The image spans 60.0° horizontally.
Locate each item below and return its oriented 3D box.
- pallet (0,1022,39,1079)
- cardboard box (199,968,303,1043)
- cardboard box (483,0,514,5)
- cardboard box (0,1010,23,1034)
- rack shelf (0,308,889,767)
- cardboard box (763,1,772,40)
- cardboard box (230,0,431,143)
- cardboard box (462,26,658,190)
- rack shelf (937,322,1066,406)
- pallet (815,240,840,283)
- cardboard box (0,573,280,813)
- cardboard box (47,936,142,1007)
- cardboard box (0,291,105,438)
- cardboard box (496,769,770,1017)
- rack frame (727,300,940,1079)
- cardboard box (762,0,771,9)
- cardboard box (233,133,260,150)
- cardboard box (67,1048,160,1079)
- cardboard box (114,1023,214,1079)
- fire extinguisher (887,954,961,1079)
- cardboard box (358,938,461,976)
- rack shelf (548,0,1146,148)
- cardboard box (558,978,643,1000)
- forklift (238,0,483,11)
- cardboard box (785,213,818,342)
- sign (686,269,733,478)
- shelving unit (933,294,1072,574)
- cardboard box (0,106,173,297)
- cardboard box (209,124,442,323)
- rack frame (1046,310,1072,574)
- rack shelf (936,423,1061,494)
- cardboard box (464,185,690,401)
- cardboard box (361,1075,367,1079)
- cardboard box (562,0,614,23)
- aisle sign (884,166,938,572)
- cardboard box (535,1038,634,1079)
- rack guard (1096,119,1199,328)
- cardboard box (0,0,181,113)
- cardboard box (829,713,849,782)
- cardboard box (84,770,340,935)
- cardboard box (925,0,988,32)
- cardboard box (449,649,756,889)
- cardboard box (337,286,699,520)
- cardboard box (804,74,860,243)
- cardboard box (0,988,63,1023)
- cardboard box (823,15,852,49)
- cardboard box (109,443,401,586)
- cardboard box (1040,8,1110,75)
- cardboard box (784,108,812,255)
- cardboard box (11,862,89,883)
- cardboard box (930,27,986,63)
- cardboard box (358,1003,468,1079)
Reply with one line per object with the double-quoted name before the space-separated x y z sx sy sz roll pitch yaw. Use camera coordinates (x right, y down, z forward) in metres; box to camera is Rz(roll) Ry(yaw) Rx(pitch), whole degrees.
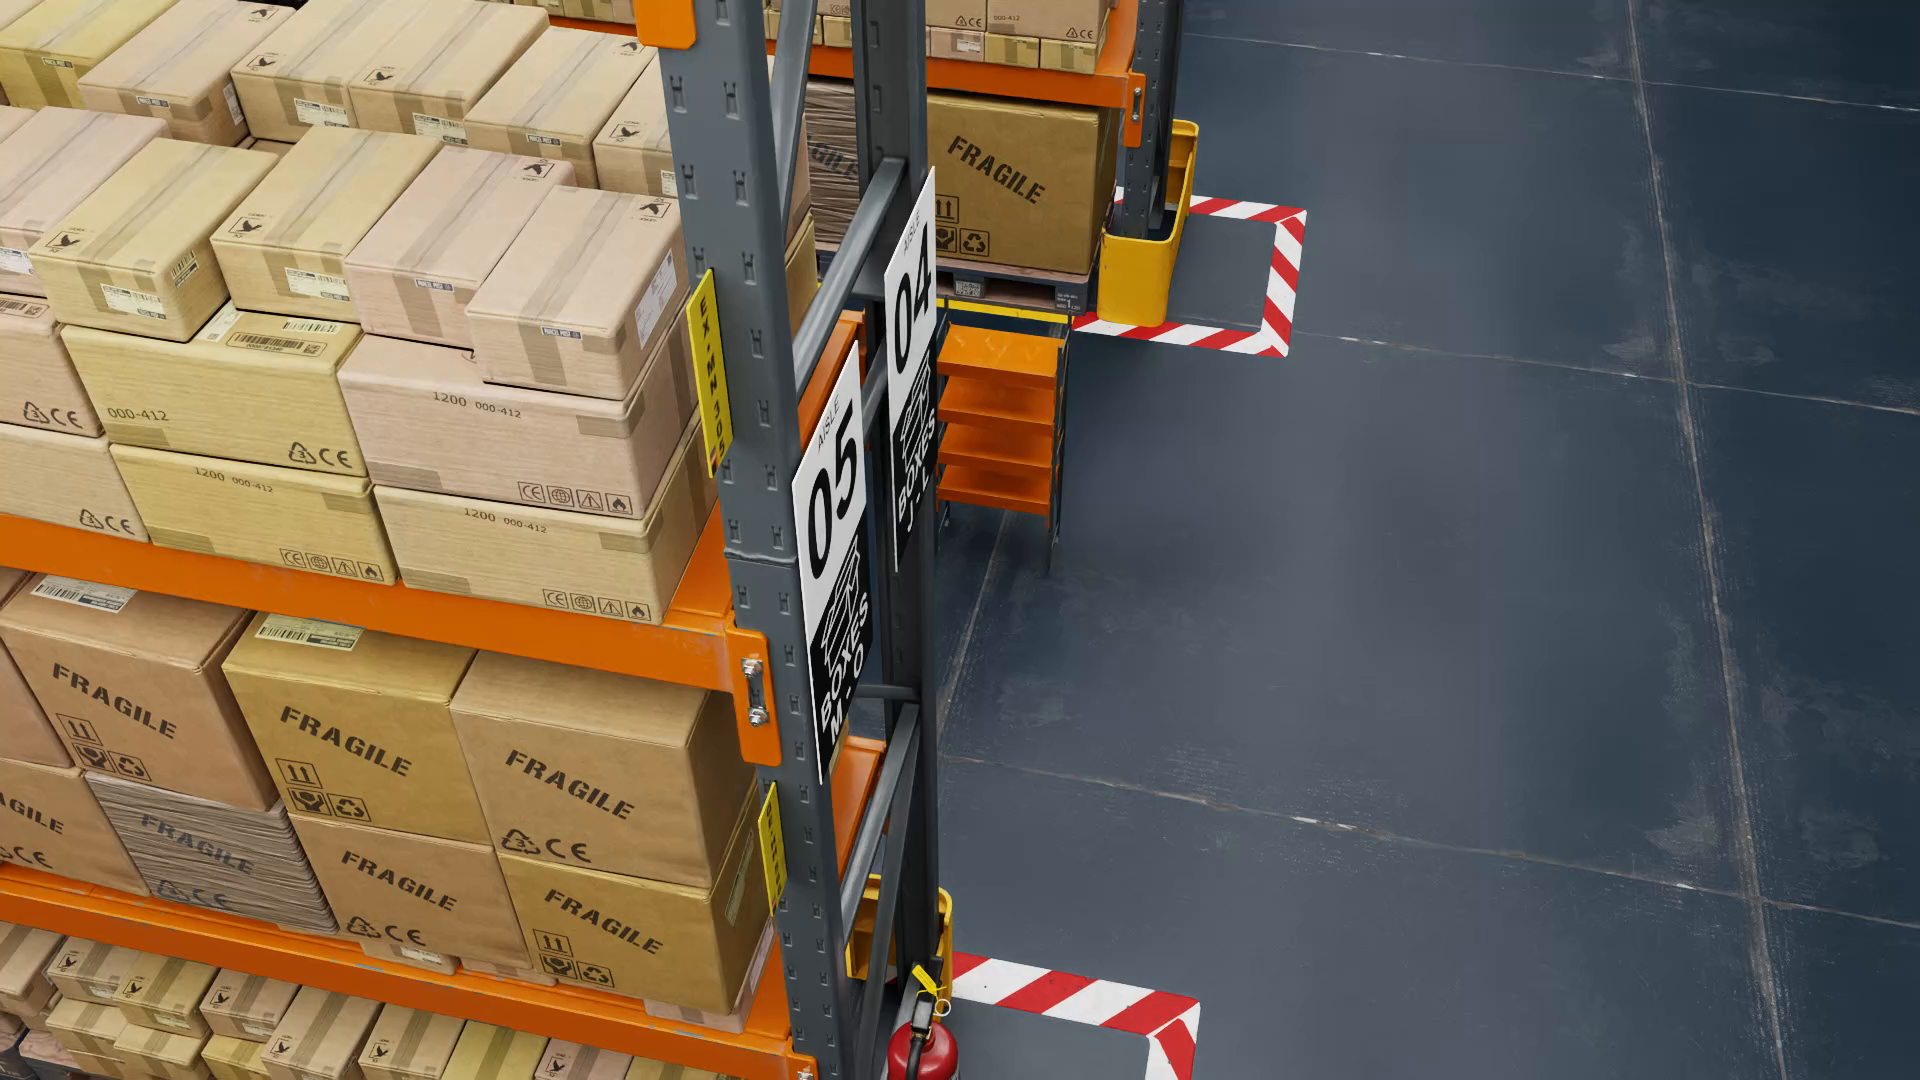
"pallet" -3.474 1.259 5.750 1.213 0.211 1.003 9 45 9
"cardboard box" -2.065 1.305 5.015 0.250 0.149 0.380 7 44 8
"cardboard box" -2.226 -2.725 8.059 0.250 0.149 0.380 10 45 10
"cardboard box" -3.080 1.372 5.374 0.250 0.149 0.380 8 44 8
"rack shelf" -2.186 -0.342 3.758 4.000 0.370 1.077 9 45 9
"cardboard box" -0.963 -2.531 7.858 0.250 0.149 0.380 10 45 10
"cardboard box" -1.231 -0.950 3.331 0.250 0.149 0.380 9 45 10
"cardboard box" -0.745 -0.822 3.198 0.250 0.149 0.380 11 45 11
"rack shelf" 0.162 -0.690 6.495 0.480 0.148 0.258 9 45 9
"pallet" -1.036 -1.809 8.937 1.213 0.211 1.003 9 45 9
"cardboard box" -1.739 0.228 3.802 0.500 0.500 0.500 11 45 11
"cardboard box" -2.559 1.220 5.103 0.250 0.149 0.380 7 44 7
"cardboard box" -1.738 -0.478 3.128 0.500 0.250 0.500 9 45 10
"cardboard box" -0.729 0.745 3.986 0.500 0.500 0.500 10 45 10
"rack frame" -0.234 0.782 4.234 0.127 3.000 1.000 9 45 9
"cardboard box" -1.084 -2.736 7.783 0.500 0.250 0.500 9 45 9
"cardboard box" -1.605 -0.830 3.494 0.500 0.250 0.500 9 45 10
"cardboard box" -2.577 1.494 5.248 0.250 0.149 0.380 8 44 8
"cardboard box" -2.348 1.443 5.087 0.250 0.149 0.380 9 45 9
"fire extinguisher" -0.089 1.295 4.026 0.183 0.674 0.296 9 45 9
"cardboard box" -1.350 0.901 4.292 0.250 0.149 0.380 10 45 10
"rack shelf" -1.004 -2.603 8.270 4.000 0.370 1.077 9 45 9
"cardboard box" -0.848 0.952 4.240 0.250 0.149 0.380 9 45 9
"forklift" -2.569 -1.385 6.535 3.031 2.935 1.130 7 44 8
"cardboard box" -0.616 -0.485 3.496 0.500 0.250 0.500 10 45 11
"sign" -0.375 -0.245 2.500 0.005 0.325 0.100 9 45 9
"shelving unit" 0.162 -0.407 6.768 0.503 1.200 0.258 9 45 9
"cardboard box" -1.608 -0.608 2.975 0.250 0.149 0.380 8 44 8
"cardboard box" -1.092 -0.562 2.928 0.250 0.149 0.380 8 44 8
"rack frame" 0.400 -0.370 6.730 0.015 1.200 0.240 9 45 9
"rack shelf" 0.162 -0.359 6.815 0.480 0.148 0.258 9 45 9
"cardboard box" -0.622 -0.420 2.780 0.250 0.149 0.380 8 45 9
"cardboard box" -1.827 1.517 5.009 0.250 0.149 0.380 9 45 10
"cardboard box" -1.719 -2.648 7.979 0.250 0.149 0.380 8 45 8
"aisle sign" -0.097 -0.346 3.532 0.004 0.787 0.394 9 45 9
"cardboard box" -1.038 1.458 4.856 0.250 0.149 0.380 10 45 10
"rack guard" 0.971 -1.655 8.569 0.348 0.500 1.175 9 45 9
"cardboard box" -1.742 -1.022 3.406 0.250 0.149 0.380 10 45 10
"cardboard box" -0.478 0.602 4.603 0.250 0.149 0.380 8 45 9
"cardboard box" -1.727 0.593 4.144 0.500 0.500 0.500 9 45 9
"cardboard box" -0.078 -2.583 7.625 0.500 0.250 0.500 8 44 8
"cardboard box" -0.735 0.378 3.647 0.500 0.500 0.500 8 44 8
"cardboard box" -0.739 -0.322 2.966 0.500 0.250 0.500 8 44 8
"cardboard box" -0.582 -2.125 8.485 0.875 0.875 0.875 9 45 9
"cardboard box" -2.815 1.307 5.227 0.250 0.149 0.380 11 45 11
"cardboard box" -0.469 -2.453 7.777 0.250 0.149 0.380 8 44 8
"cardboard box" -1.235 -0.207 3.207 0.500 0.250 0.500 9 45 9
"cardboard box" 0.528 -2.300 7.617 0.250 0.149 0.380 10 45 10
"cardboard box" -0.615 -0.668 3.326 0.500 0.250 0.500 9 45 10
"cardboard box" -2.365 0.707 4.494 0.250 0.149 0.380 10 45 11
"cardboard box" 0.028 -2.377 7.698 0.250 0.149 0.380 9 45 9
"cardboard box" -1.558 1.423 4.893 0.250 0.149 0.380 7 44 7
